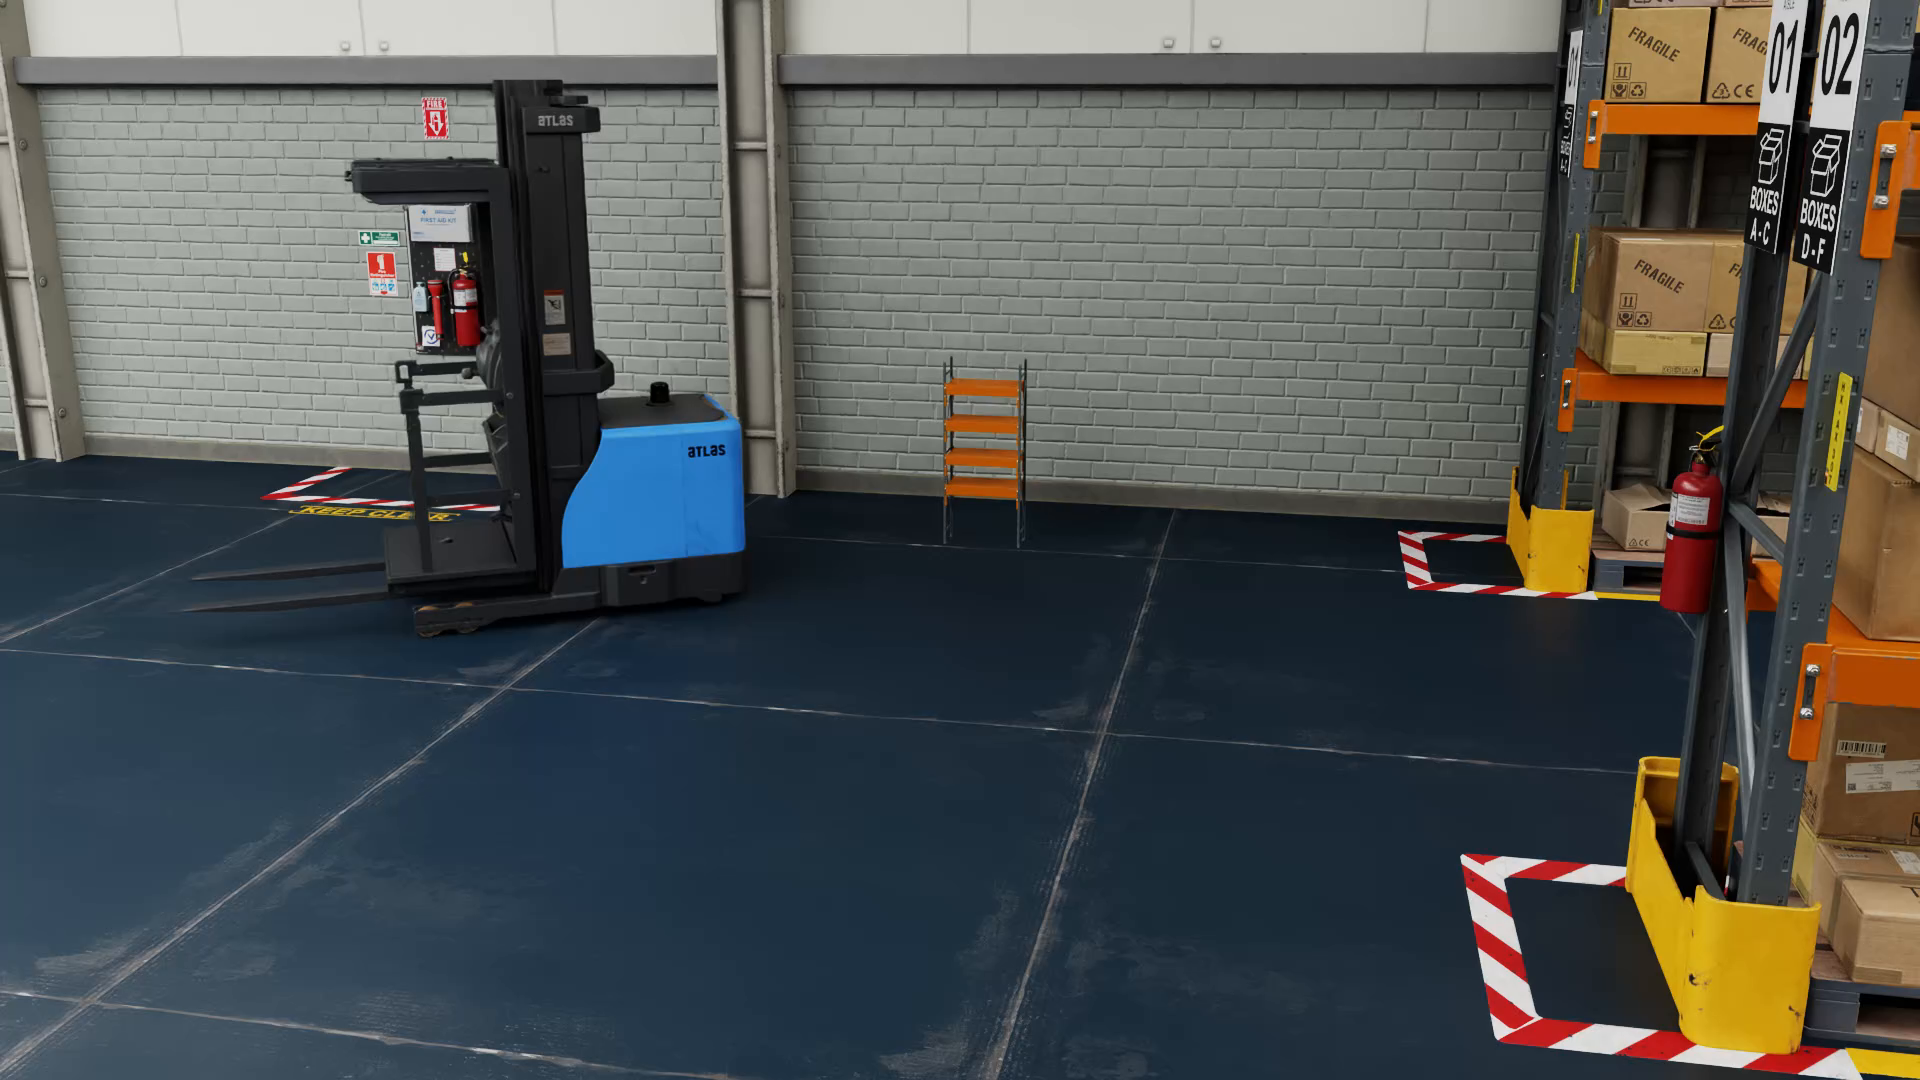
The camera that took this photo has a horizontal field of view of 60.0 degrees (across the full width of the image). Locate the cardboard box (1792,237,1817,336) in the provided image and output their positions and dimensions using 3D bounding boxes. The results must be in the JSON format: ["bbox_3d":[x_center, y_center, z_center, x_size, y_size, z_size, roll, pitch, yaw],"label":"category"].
[{"bbox_3d":[4.981,-1.428,9.368,0.500,0.500,0.500,3,16,9],"label":"cardboard box"}]

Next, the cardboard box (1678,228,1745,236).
[{"bbox_3d":[4.581,-1.592,9.957,0.500,0.500,0.500,3,16,12],"label":"cardboard box"}]

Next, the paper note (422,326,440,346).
[{"bbox_3d":[-4.009,-1.544,12.598,0.142,0.148,0.016,3,16,11],"label":"paper note"}]

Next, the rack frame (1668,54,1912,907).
[{"bbox_3d":[2.602,0.004,5.357,0.127,3.000,1.000,3,16,11],"label":"rack frame"}]

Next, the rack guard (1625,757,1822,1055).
[{"bbox_3d":[2.579,1.208,5.695,0.348,0.500,1.175,3,16,11],"label":"rack guard"}]

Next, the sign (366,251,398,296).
[{"bbox_3d":[-4.371,-2.015,12.580,0.234,0.329,0.001,3,16,11],"label":"sign"}]

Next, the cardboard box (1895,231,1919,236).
[{"bbox_3d":[5.582,-1.538,9.765,0.500,0.500,0.500,3,16,12],"label":"cardboard box"}]

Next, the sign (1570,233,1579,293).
[{"bbox_3d":[3.478,-1.567,9.408,0.005,0.325,0.100,3,16,11],"label":"sign"}]

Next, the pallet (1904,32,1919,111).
[{"bbox_3d":[3.290,-1.354,4.808,1.213,0.211,1.003,3,16,11],"label":"pallet"}]

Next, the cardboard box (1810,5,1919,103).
[{"bbox_3d":[4.892,-2.647,9.086,0.500,0.500,0.500,4,16,14],"label":"cardboard box"}]

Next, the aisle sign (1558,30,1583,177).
[{"bbox_3d":[3.455,-2.470,9.419,0.004,0.787,0.394,3,16,11],"label":"aisle sign"}]

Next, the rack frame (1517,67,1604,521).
[{"bbox_3d":[3.586,-1.292,10.036,0.127,3.000,1.000,3,16,11],"label":"rack frame"}]

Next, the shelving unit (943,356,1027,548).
[{"bbox_3d":[0.162,-0.569,10.800,0.503,1.200,0.258,3,16,11],"label":"shelving unit"}]

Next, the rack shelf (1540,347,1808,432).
[{"bbox_3d":[5.546,-0.838,9.748,4.000,0.370,1.077,3,16,11],"label":"rack shelf"}]

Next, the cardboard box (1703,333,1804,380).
[{"bbox_3d":[4.512,-1.096,9.573,0.500,0.250,0.500,3,16,9],"label":"cardboard box"}]

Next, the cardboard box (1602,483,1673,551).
[{"bbox_3d":[4.246,-0.147,10.118,0.500,0.311,0.500,1,16,5],"label":"cardboard box"}]

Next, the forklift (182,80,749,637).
[{"bbox_3d":[-2.805,-1.042,9.265,3.031,2.935,1.130,-5,16,-19],"label":"forklift"}]

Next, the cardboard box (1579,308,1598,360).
[{"bbox_3d":[4.082,-1.255,10.146,0.500,0.250,0.500,3,16,12],"label":"cardboard box"}]

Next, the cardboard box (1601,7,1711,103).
[{"bbox_3d":[3.864,-2.712,9.319,0.500,0.500,0.500,4,16,13],"label":"cardboard box"}]

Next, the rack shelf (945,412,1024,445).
[{"bbox_3d":[0.162,-0.720,10.758,0.480,0.148,0.258,3,16,11],"label":"rack shelf"}]

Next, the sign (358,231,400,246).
[{"bbox_3d":[-4.368,-2.268,12.500,0.331,0.109,0.001,3,16,11],"label":"sign"}]

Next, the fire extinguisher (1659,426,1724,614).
[{"bbox_3d":[2.579,-0.086,5.829,0.183,0.674,0.296,3,16,11],"label":"fire extinguisher"}]

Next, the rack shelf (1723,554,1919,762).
[{"bbox_3d":[4.562,0.458,5.069,4.000,0.370,1.077,3,16,11],"label":"rack shelf"}]

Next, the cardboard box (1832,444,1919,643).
[{"bbox_3d":[3.057,-0.016,5.242,0.500,0.500,0.700,3,16,11],"label":"cardboard box"}]

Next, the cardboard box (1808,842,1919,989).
[{"bbox_3d":[3.083,1.214,5.355,0.500,0.250,0.500,3,16,11],"label":"cardboard box"}]

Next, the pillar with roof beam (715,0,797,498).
[{"bbox_3d":[-2.293,-3.565,7.004,0.400,9.000,9.100,3,16,11],"label":"pillar with roof beam"}]

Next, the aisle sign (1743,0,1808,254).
[{"bbox_3d":[2.596,-1.329,5.300,0.004,0.787,0.394,3,16,11],"label":"aisle sign"}]

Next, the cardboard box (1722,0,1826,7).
[{"bbox_3d":[4.396,-3.153,9.038,0.500,0.500,0.500,3,16,10],"label":"cardboard box"}]

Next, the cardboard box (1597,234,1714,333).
[{"bbox_3d":[3.994,-1.486,9.577,0.500,0.500,0.500,3,16,11],"label":"cardboard box"}]

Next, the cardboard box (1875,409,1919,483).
[{"bbox_3d":[2.944,-0.279,4.978,0.250,0.149,0.380,3,16,11],"label":"cardboard box"}]

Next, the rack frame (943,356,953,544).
[{"bbox_3d":[-0.077,-0.582,10.847,0.015,1.200,0.240,3,16,11],"label":"rack frame"}]

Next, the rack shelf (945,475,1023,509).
[{"bbox_3d":[0.162,-0.313,10.871,0.480,0.148,0.258,3,16,11],"label":"rack shelf"}]
